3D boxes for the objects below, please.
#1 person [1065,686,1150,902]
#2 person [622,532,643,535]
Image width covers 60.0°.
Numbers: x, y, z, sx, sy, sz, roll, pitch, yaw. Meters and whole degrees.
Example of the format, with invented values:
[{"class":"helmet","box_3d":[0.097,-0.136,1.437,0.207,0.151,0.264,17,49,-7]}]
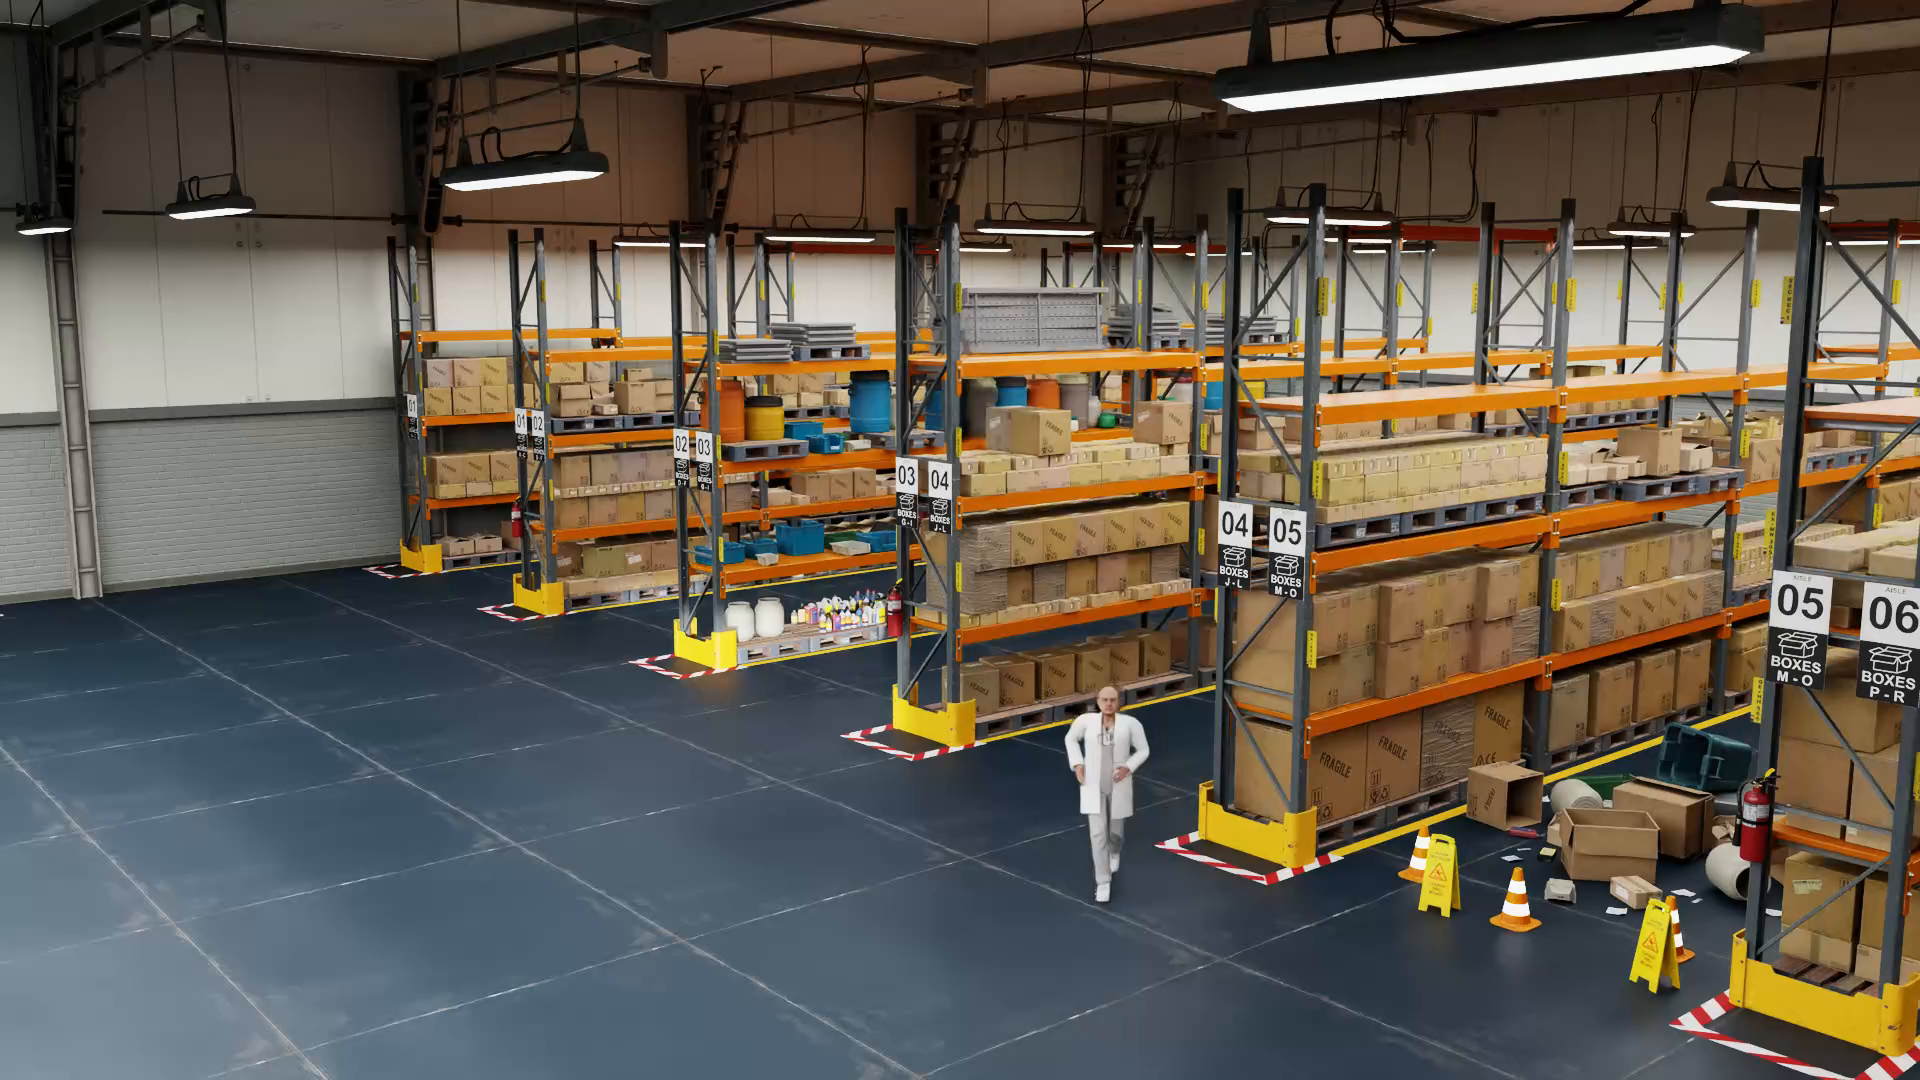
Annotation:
[{"class":"person","box_3d":[1.257,2.215,14.287,0.727,1.579,0.883,1,9,4]},{"class":"person","box_3d":[-5.768,-0.186,29.301,0.691,1.723,0.585,8,12,41]}]
